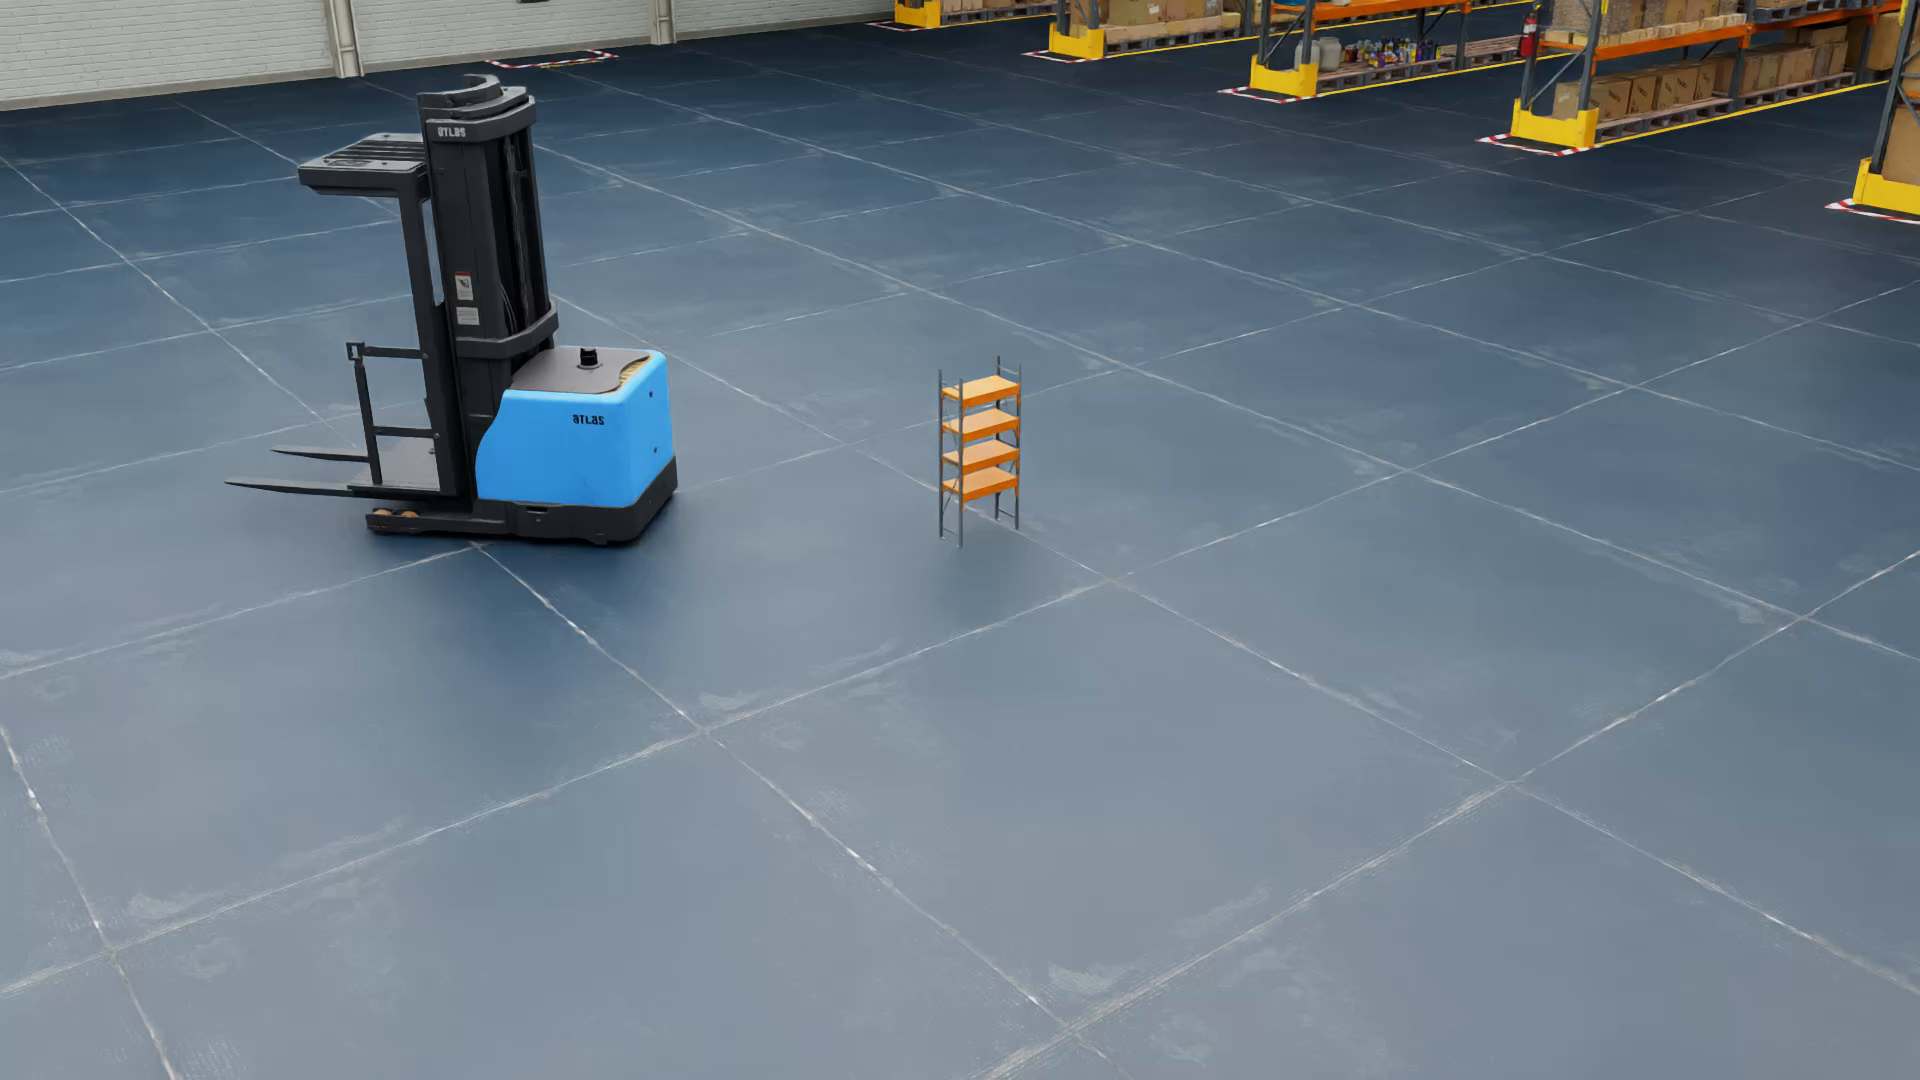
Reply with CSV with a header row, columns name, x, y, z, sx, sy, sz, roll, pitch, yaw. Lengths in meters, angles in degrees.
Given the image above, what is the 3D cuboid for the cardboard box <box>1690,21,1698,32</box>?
name,x,y,z,sx,sy,sz,roll,pitch,yaw
cardboard box,10.389,-7.419,23.972,0.250,0.149,0.380,-18,31,-34

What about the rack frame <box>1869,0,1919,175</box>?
name,x,y,z,sx,sy,sz,roll,pitch,yaw
rack frame,11.224,-5.287,19.078,0.127,3.000,1.000,-18,31,-34

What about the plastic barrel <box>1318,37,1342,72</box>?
name,x,y,z,sx,sy,sz,roll,pitch,yaw
plastic barrel,6.052,-7.985,27.349,0.421,0.512,0.421,0,25,0

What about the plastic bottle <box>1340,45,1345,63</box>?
name,x,y,z,sx,sy,sz,roll,pitch,yaw
plastic bottle,6.442,-8.223,28.109,0.133,0.283,0.061,-17,30,-33

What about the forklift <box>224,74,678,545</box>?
name,x,y,z,sx,sy,sz,roll,pitch,yaw
forklift,-3.585,-1.571,11.153,3.031,2.935,1.130,4,25,8

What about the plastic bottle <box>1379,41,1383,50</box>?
name,x,y,z,sx,sy,sz,roll,pitch,yaw
plastic bottle,7.202,-8.426,28.560,0.097,0.271,0.097,0,25,0

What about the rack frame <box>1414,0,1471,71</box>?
name,x,y,z,sx,sy,sz,roll,pitch,yaw
rack frame,8.334,-9.636,28.449,0.127,3.000,1.000,-18,31,-34

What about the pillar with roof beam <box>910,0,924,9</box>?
name,x,y,z,sx,sy,sz,roll,pitch,yaw
pillar with roof beam,1.747,-13.642,29.955,0.400,9.000,9.100,-18,31,-34

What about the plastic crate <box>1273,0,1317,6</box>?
name,x,y,z,sx,sy,sz,roll,pitch,yaw
plastic crate,5.396,-8.758,26.735,0.616,0.251,0.499,-18,31,-34

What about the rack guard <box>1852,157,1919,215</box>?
name,x,y,z,sx,sy,sz,roll,pitch,yaw
rack guard,11.205,-4.146,19.591,0.348,0.500,1.175,-18,31,-34

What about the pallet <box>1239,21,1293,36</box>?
name,x,y,z,sx,sy,sz,roll,pitch,yaw
pallet,5.837,-10.217,33.014,1.213,0.211,1.003,-18,31,-34

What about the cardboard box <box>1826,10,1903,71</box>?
name,x,y,z,sx,sy,sz,roll,pitch,yaw
cardboard box,15.094,-8.433,27.883,0.875,0.875,1.225,-20,32,-36

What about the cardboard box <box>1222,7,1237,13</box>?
name,x,y,z,sx,sy,sz,roll,pitch,yaw
cardboard box,5.428,-10.425,32.916,0.500,0.250,0.500,-19,31,-35

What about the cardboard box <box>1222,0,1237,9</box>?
name,x,y,z,sx,sy,sz,roll,pitch,yaw
cardboard box,5.423,-10.675,32.790,0.500,0.311,0.500,-18,31,-34

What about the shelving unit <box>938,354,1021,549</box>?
name,x,y,z,sx,sy,sz,roll,pitch,yaw
shelving unit,0.130,-0.587,11.090,0.503,1.200,0.258,-18,31,-34

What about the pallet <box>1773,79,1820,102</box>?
name,x,y,z,sx,sy,sz,roll,pitch,yaw
pallet,12.963,-7.251,26.624,1.213,0.211,1.003,-18,31,-34

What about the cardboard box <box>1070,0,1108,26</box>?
name,x,y,z,sx,sy,sz,roll,pitch,yaw
cardboard box,2.372,-9.760,30.593,0.500,0.500,0.500,-18,31,-34

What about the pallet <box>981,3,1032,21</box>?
name,x,y,z,sx,sy,sz,roll,pitch,yaw
pallet,0.754,-11.148,35.020,1.213,0.211,1.003,-18,31,-34

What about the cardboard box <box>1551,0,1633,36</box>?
name,x,y,z,sx,sy,sz,roll,pitch,yaw
cardboard box,8.693,-7.270,22.879,0.500,0.500,0.875,-18,31,-34

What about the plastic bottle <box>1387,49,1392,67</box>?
name,x,y,z,sx,sy,sz,roll,pitch,yaw
plastic bottle,7.154,-8.041,27.732,0.097,0.271,0.097,0,25,0

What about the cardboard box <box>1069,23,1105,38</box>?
name,x,y,z,sx,sy,sz,roll,pitch,yaw
cardboard box,2.373,-9.419,30.749,0.500,0.250,0.500,-18,31,-34

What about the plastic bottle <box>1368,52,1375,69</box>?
name,x,y,z,sx,sy,sz,roll,pitch,yaw
plastic bottle,6.806,-7.926,27.484,0.097,0.271,0.097,0,25,0

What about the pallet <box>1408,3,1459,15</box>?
name,x,y,z,sx,sy,sz,roll,pitch,yaw
pallet,9.999,-11.548,35.883,1.213,0.211,1.003,-18,31,-34

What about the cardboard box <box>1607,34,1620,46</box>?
name,x,y,z,sx,sy,sz,roll,pitch,yaw
cardboard box,8.823,-6.896,22.843,0.250,0.149,0.380,-18,31,-34

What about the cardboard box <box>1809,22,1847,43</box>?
name,x,y,z,sx,sy,sz,roll,pitch,yaw
cardboard box,14.030,-8.256,27.032,0.500,0.250,0.500,-17,30,-32

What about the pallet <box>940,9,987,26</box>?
name,x,y,z,sx,sy,sz,roll,pitch,yaw
pallet,-0.206,-10.833,34.341,1.213,0.211,1.003,-18,31,-34

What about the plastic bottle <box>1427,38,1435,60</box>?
name,x,y,z,sx,sy,sz,roll,pitch,yaw
plastic bottle,8.005,-8.371,28.348,0.185,0.351,0.144,-19,31,-35

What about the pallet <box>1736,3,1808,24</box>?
name,x,y,z,sx,sy,sz,roll,pitch,yaw
pallet,12.082,-8.058,25.278,1.213,0.211,1.003,-18,31,-34

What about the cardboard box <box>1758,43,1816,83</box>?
name,x,y,z,sx,sy,sz,roll,pitch,yaw
cardboard box,13.153,-7.621,26.555,0.500,0.500,0.700,-15,29,-30

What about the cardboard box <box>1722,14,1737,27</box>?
name,x,y,z,sx,sy,sz,roll,pitch,yaw
cardboard box,11.200,-7.666,24.503,0.250,0.149,0.380,-18,31,-34

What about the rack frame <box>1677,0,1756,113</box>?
name,x,y,z,sx,sy,sz,roll,pitch,yaw
rack frame,11.391,-7.995,24.914,0.127,3.000,1.000,-18,31,-34

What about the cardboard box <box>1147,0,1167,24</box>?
name,x,y,z,sx,sy,sz,roll,pitch,yaw
cardboard box,3.470,-9.852,30.792,0.500,0.500,0.500,-18,31,-34

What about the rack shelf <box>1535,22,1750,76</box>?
name,x,y,z,sx,sy,sz,roll,pitch,yaw
rack shelf,9.817,-7.149,23.946,4.000,0.370,1.077,-18,31,-34

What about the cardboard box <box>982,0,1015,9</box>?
name,x,y,z,sx,sy,sz,roll,pitch,yaw
cardboard box,0.730,-11.416,34.732,0.500,0.500,0.700,-21,32,-37

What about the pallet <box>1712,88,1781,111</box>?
name,x,y,z,sx,sy,sz,roll,pitch,yaw
pallet,12.002,-6.933,25.937,1.213,0.211,1.003,-18,31,-34

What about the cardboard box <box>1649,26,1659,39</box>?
name,x,y,z,sx,sy,sz,roll,pitch,yaw
cardboard box,9.594,-7.164,23.421,0.250,0.149,0.380,-18,31,-34

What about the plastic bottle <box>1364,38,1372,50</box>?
name,x,y,z,sx,sy,sz,roll,pitch,yaw
plastic bottle,6.960,-8.402,28.415,0.185,0.351,0.144,-19,31,-34

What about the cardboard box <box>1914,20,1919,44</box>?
name,x,y,z,sx,sy,sz,roll,pitch,yaw
cardboard box,11.540,-5.928,18.999,0.550,0.550,0.875,-18,31,-34

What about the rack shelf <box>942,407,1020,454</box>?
name,x,y,z,sx,sy,sz,roll,pitch,yaw
rack shelf,0.130,-0.729,11.024,0.480,0.148,0.258,-18,31,-34

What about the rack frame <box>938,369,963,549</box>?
name,x,y,z,sx,sy,sz,roll,pitch,yaw
rack frame,-0.062,-0.524,10.953,0.015,1.200,0.240,-18,31,-34

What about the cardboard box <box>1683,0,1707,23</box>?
name,x,y,z,sx,sy,sz,roll,pitch,yaw
cardboard box,10.252,-7.797,24.016,0.500,0.500,0.875,-18,31,-34

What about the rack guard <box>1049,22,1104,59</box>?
name,x,y,z,sx,sy,sz,roll,pitch,yaw
rack guard,2.114,-9.098,30.261,0.348,0.500,1.175,-18,31,-34

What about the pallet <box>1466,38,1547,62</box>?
name,x,y,z,sx,sy,sz,roll,pitch,yaw
pallet,9.889,-8.906,30.190,1.213,0.211,1.003,-18,31,-34

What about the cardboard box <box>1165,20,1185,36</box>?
name,x,y,z,sx,sy,sz,roll,pitch,yaw
cardboard box,3.874,-9.637,31.218,0.500,0.250,0.500,-18,31,-34

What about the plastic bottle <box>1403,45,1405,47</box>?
name,x,y,z,sx,sy,sz,roll,pitch,yaw
plastic bottle,7.517,-8.234,28.133,0.133,0.283,0.061,-18,31,-34

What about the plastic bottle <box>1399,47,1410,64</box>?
name,x,y,z,sx,sy,sz,roll,pitch,yaw
plastic bottle,7.470,-8.162,27.987,0.135,0.276,0.152,-18,30,-33

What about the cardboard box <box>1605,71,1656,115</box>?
name,x,y,z,sx,sy,sz,roll,pitch,yaw
cardboard box,9.698,-6.492,24.146,0.500,0.500,0.500,-15,29,-29
